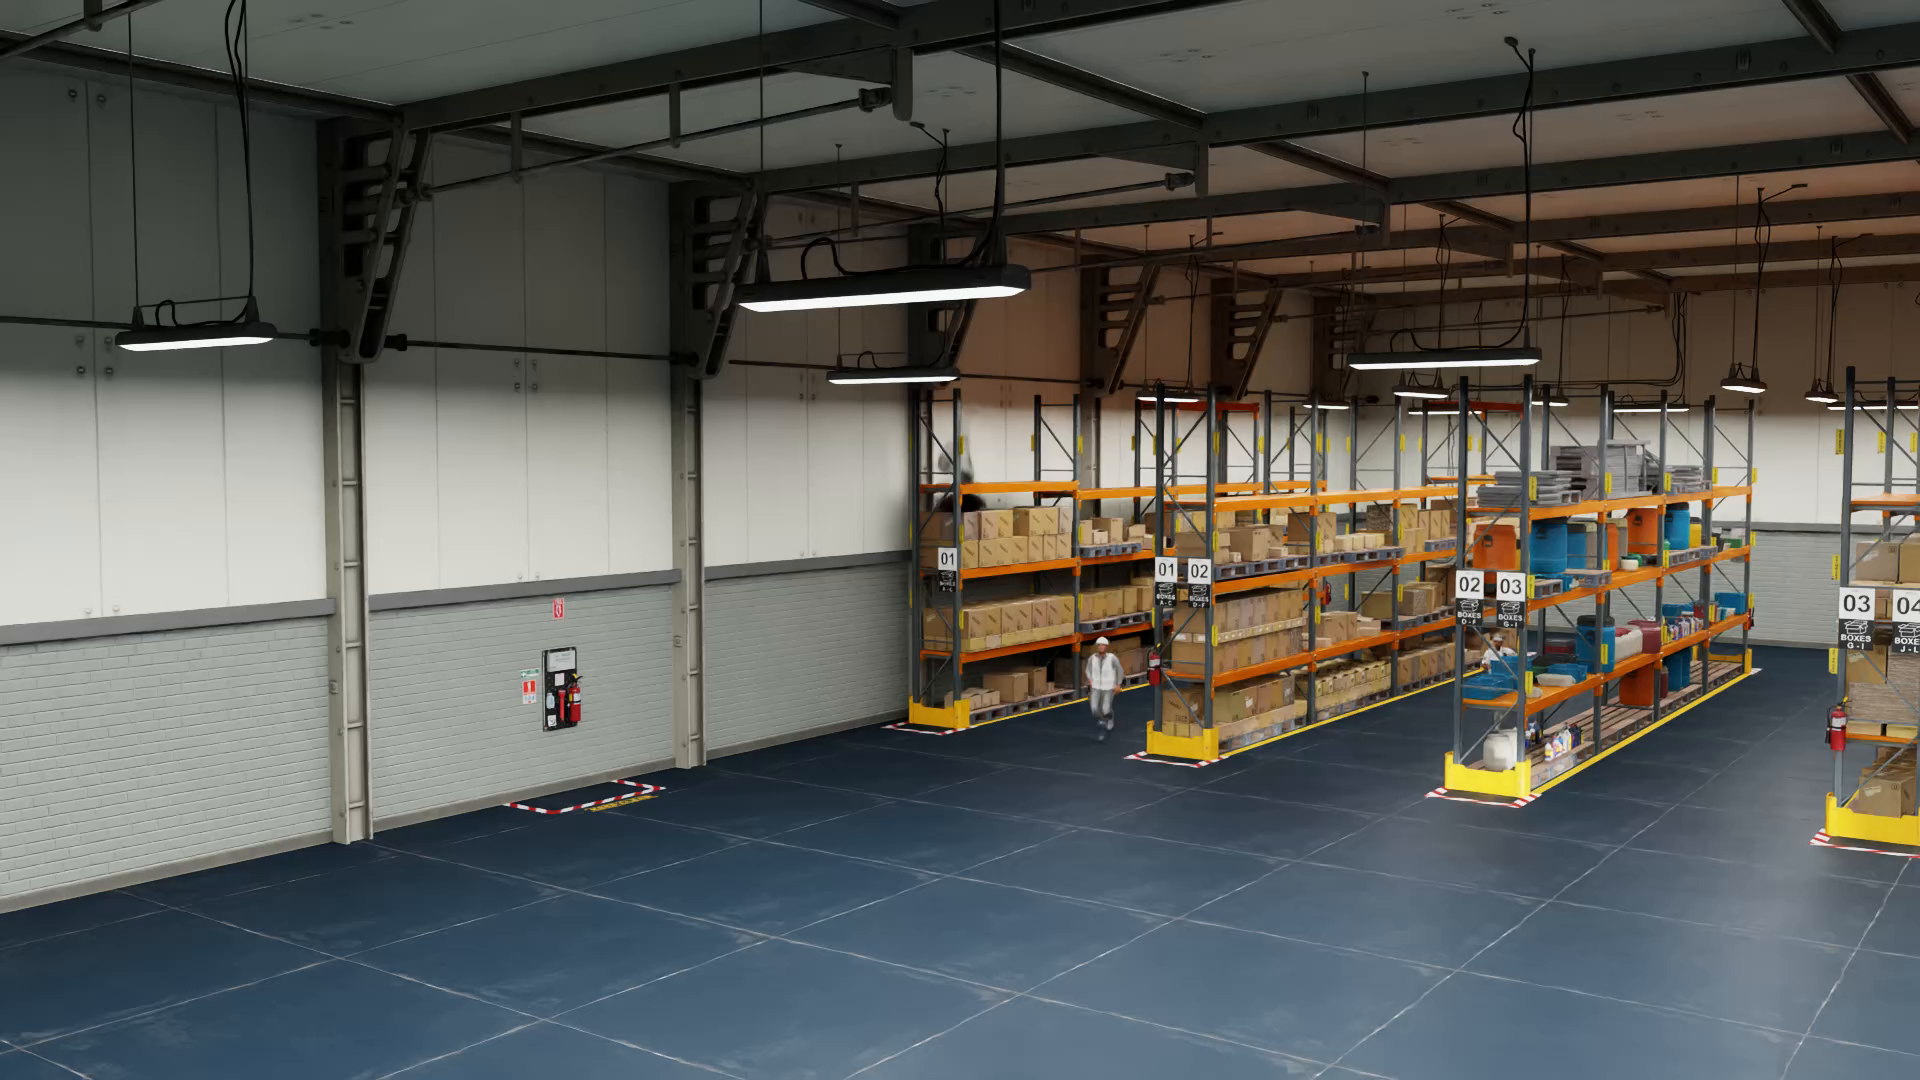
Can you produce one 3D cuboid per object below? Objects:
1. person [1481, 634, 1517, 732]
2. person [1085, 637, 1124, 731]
[{"bbox_3d":[9.539,2.497,29.378,0.600,1.735,0.847,2,4,30],"label":"person"},{"bbox_3d":[2.432,2.457,28.261,0.660,1.631,0.621,1,3,19],"label":"person"}]
